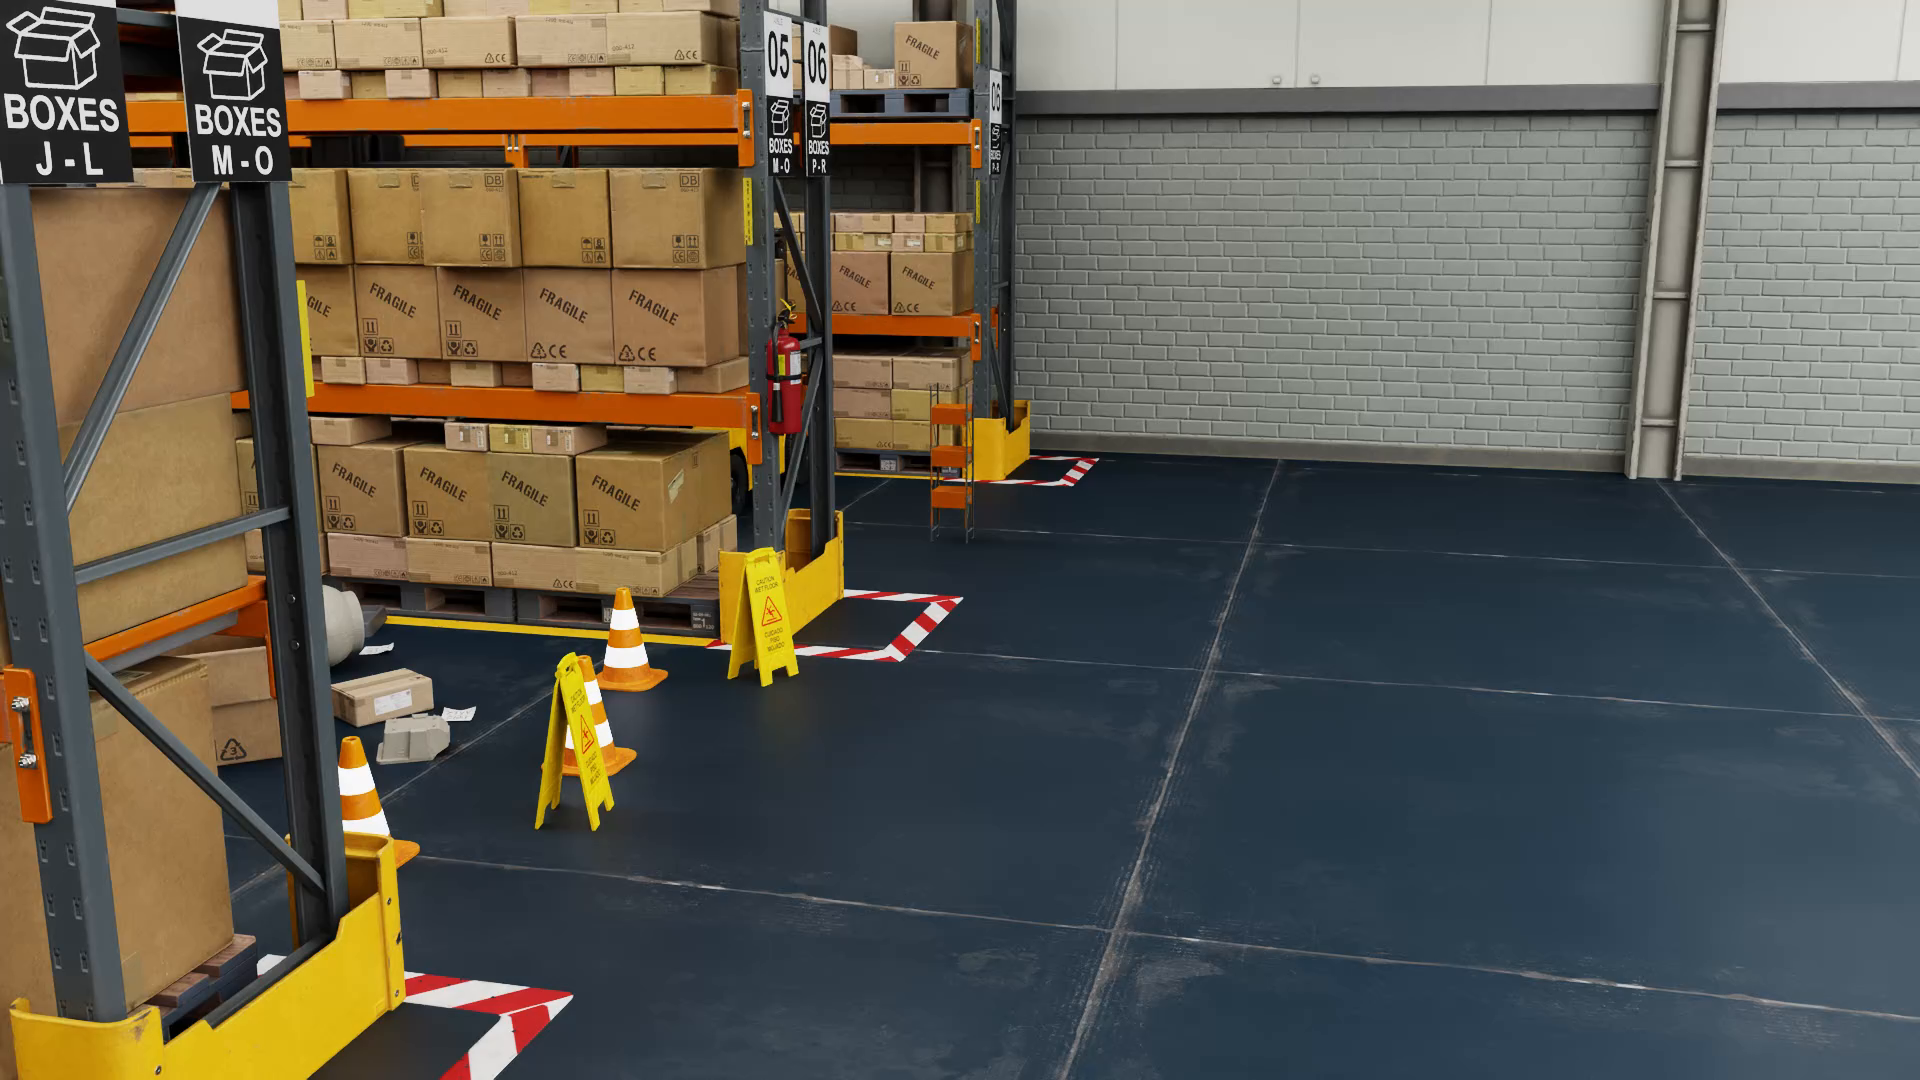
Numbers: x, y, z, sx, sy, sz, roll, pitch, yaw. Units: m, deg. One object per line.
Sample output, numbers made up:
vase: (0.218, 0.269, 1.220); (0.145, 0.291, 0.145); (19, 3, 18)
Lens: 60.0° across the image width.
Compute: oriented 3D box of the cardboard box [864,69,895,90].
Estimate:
cardboard box: (-0.591, -3.645, 13.193); (0.250, 0.149, 0.380); (3, 13, 12)

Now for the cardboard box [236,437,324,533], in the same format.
cardboard box: (-3.752, -0.350, 9.534); (0.500, 0.500, 0.500); (4, 13, 16)

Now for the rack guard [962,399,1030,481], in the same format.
rack guard: (0.310, -0.849, 13.906); (0.348, 0.500, 1.175); (3, 13, 14)

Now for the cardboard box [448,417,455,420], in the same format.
cardboard box: (-4.106, -1.349, 14.900); (0.625, 0.625, 0.875); (4, 13, 16)

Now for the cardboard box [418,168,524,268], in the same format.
cardboard box: (-2.457, -1.722, 8.844); (0.500, 0.500, 0.700); (3, 13, 13)

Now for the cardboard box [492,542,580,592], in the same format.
cardboard box: (-2.250, 0.097, 9.251); (0.500, 0.250, 0.500); (3, 13, 14)

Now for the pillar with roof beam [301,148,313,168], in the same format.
pillar with roof beam: (-7.030, -4.631, 11.331); (0.400, 9.000, 9.100); (3, 13, 14)

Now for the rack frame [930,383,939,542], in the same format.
rack frame: (-0.170, -0.522, 11.161); (0.008, 1.050, 0.200); (3, 13, 14)

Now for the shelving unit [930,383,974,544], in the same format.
shelving unit: (-0.052, -0.515, 11.133); (0.252, 1.050, 0.215); (3, 13, 14)

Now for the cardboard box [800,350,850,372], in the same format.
cardboard box: (-1.225, -1.429, 13.820); (0.500, 0.250, 0.500); (3, 13, 14)

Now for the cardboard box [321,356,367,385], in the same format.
cardboard box: (-3.314, -0.959, 9.212); (0.250, 0.149, 0.380); (3, 13, 14)

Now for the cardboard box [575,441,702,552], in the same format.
cardboard box: (-1.740, -0.242, 9.047); (0.500, 0.500, 0.500); (3, 13, 14)

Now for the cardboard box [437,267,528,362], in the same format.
cardboard box: (-2.462, -1.244, 9.000); (0.500, 0.500, 0.500); (3, 13, 13)

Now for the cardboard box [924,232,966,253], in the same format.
cardboard box: (-0.117, -2.395, 13.375); (0.250, 0.149, 0.380); (3, 13, 14)

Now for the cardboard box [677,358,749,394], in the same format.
cardboard box: (-1.314, -0.878, 8.847); (0.250, 0.149, 0.380); (4, 13, 15)

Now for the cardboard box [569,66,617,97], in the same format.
cardboard box: (-1.812, -2.355, 8.578); (0.250, 0.149, 0.380); (3, 13, 15)

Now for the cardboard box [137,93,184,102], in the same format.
cardboard box: (-4.299, -2.482, 9.151); (0.250, 0.149, 0.380); (3, 13, 14)

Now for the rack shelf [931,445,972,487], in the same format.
rack shelf: (-0.052, -0.505, 11.135); (0.240, 0.259, 0.215); (3, 13, 14)

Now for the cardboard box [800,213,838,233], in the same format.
cardboard box: (-1.123, -2.588, 13.560); (0.250, 0.149, 0.380); (3, 13, 15)

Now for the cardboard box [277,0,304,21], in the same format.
cardboard box: (-3.540, -2.836, 8.904); (0.250, 0.149, 0.380); (3, 13, 12)

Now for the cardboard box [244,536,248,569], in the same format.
cardboard box: (-4.275, -0.009, 9.729); (0.500, 0.250, 0.500); (2, 13, 11)

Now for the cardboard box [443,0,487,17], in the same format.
cardboard box: (-2.509, -2.801, 8.748); (0.250, 0.149, 0.380); (3, 13, 12)

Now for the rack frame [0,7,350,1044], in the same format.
rack frame: (-1.987, 0.020, 4.220); (0.127, 3.000, 1.000); (3, 13, 14)

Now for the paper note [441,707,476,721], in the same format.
paper note: (-2.294, 0.792, 7.591); (0.142, 0.019, 0.148); (-1, 13, -6)

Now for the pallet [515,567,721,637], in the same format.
pallet: (-1.753, 0.281, 9.479); (1.213, 0.211, 1.003); (3, 13, 14)

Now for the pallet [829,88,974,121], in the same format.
pallet: (-0.394, -3.534, 13.516); (1.213, 0.211, 1.003); (3, 13, 14)

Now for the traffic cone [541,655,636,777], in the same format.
traffic cone: (-1.562, 0.712, 6.956); (0.334, 0.463, 0.336); (3, 13, 14)

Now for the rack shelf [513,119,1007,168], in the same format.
rack shelf: (-1.655, -3.288, 13.862); (4.000, 0.370, 1.077); (3, 13, 14)

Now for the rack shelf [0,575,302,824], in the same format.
rack shelf: (-3.929, 0.267, 4.766); (4.000, 0.370, 1.077); (3, 13, 14)

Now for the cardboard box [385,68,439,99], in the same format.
cardboard box: (-2.815, -2.398, 8.773); (0.250, 0.149, 0.380); (3, 13, 13)

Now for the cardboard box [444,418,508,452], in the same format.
cardboard box: (-2.611, -0.591, 9.124); (0.250, 0.149, 0.380); (4, 13, 16)

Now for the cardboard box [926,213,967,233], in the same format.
cardboard box: (-0.112, -2.556, 13.412); (0.250, 0.149, 0.380); (3, 13, 14)

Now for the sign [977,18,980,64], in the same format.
sign: (0.143, -3.815, 12.718); (0.005, 0.325, 0.100); (3, 13, 14)

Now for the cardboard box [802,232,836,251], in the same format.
cardboard box: (-1.118, -2.448, 13.612); (0.250, 0.149, 0.380); (3, 13, 12)

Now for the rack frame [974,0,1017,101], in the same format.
rack frame: (0.286, -4.999, 12.991); (0.127, 3.000, 1.000); (3, 13, 14)

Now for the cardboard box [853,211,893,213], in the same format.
cardboard box: (-0.731, -2.691, 14.022); (0.250, 0.149, 0.380); (3, 13, 14)

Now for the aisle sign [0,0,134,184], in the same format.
aisle sign: (-1.990, -1.183, 3.638); (0.004, 0.787, 0.394); (3, 13, 14)

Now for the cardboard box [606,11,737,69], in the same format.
cardboard box: (-1.461, -2.533, 8.459); (0.500, 0.250, 0.500); (3, 13, 13)

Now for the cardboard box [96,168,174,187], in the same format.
cardboard box: (-4.408, -1.848, 9.411); (0.500, 0.500, 0.700); (3, 13, 13)

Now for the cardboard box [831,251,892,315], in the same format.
cardboard box: (-0.756, -2.119, 13.627); (0.500, 0.500, 0.500); (3, 13, 15)

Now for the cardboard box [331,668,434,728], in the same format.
cardboard box: (-2.655, 0.722, 7.636); (0.250, 0.149, 0.380); (12, 17, 43)

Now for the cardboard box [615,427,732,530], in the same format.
cardboard box: (-1.639, -0.356, 9.562); (0.500, 0.500, 0.500); (3, 13, 12)

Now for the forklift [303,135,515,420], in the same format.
forklift: (-3.865, -1.753, 12.370); (3.031, 2.935, 1.130); (1, 13, 3)

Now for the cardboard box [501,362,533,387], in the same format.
cardboard box: (-2.302, -0.936, 9.106); (0.250, 0.149, 0.380); (3, 13, 14)

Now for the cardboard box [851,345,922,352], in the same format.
cardboard box: (-0.621, -1.511, 14.190); (0.500, 0.250, 0.500); (3, 13, 14)

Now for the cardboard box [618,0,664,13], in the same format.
cardboard box: (-1.540, -2.735, 8.447); (0.250, 0.149, 0.380); (3, 13, 15)

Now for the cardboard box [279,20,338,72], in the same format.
cardboard box: (-3.435, -2.637, 8.926); (0.500, 0.250, 0.500); (3, 13, 14)
